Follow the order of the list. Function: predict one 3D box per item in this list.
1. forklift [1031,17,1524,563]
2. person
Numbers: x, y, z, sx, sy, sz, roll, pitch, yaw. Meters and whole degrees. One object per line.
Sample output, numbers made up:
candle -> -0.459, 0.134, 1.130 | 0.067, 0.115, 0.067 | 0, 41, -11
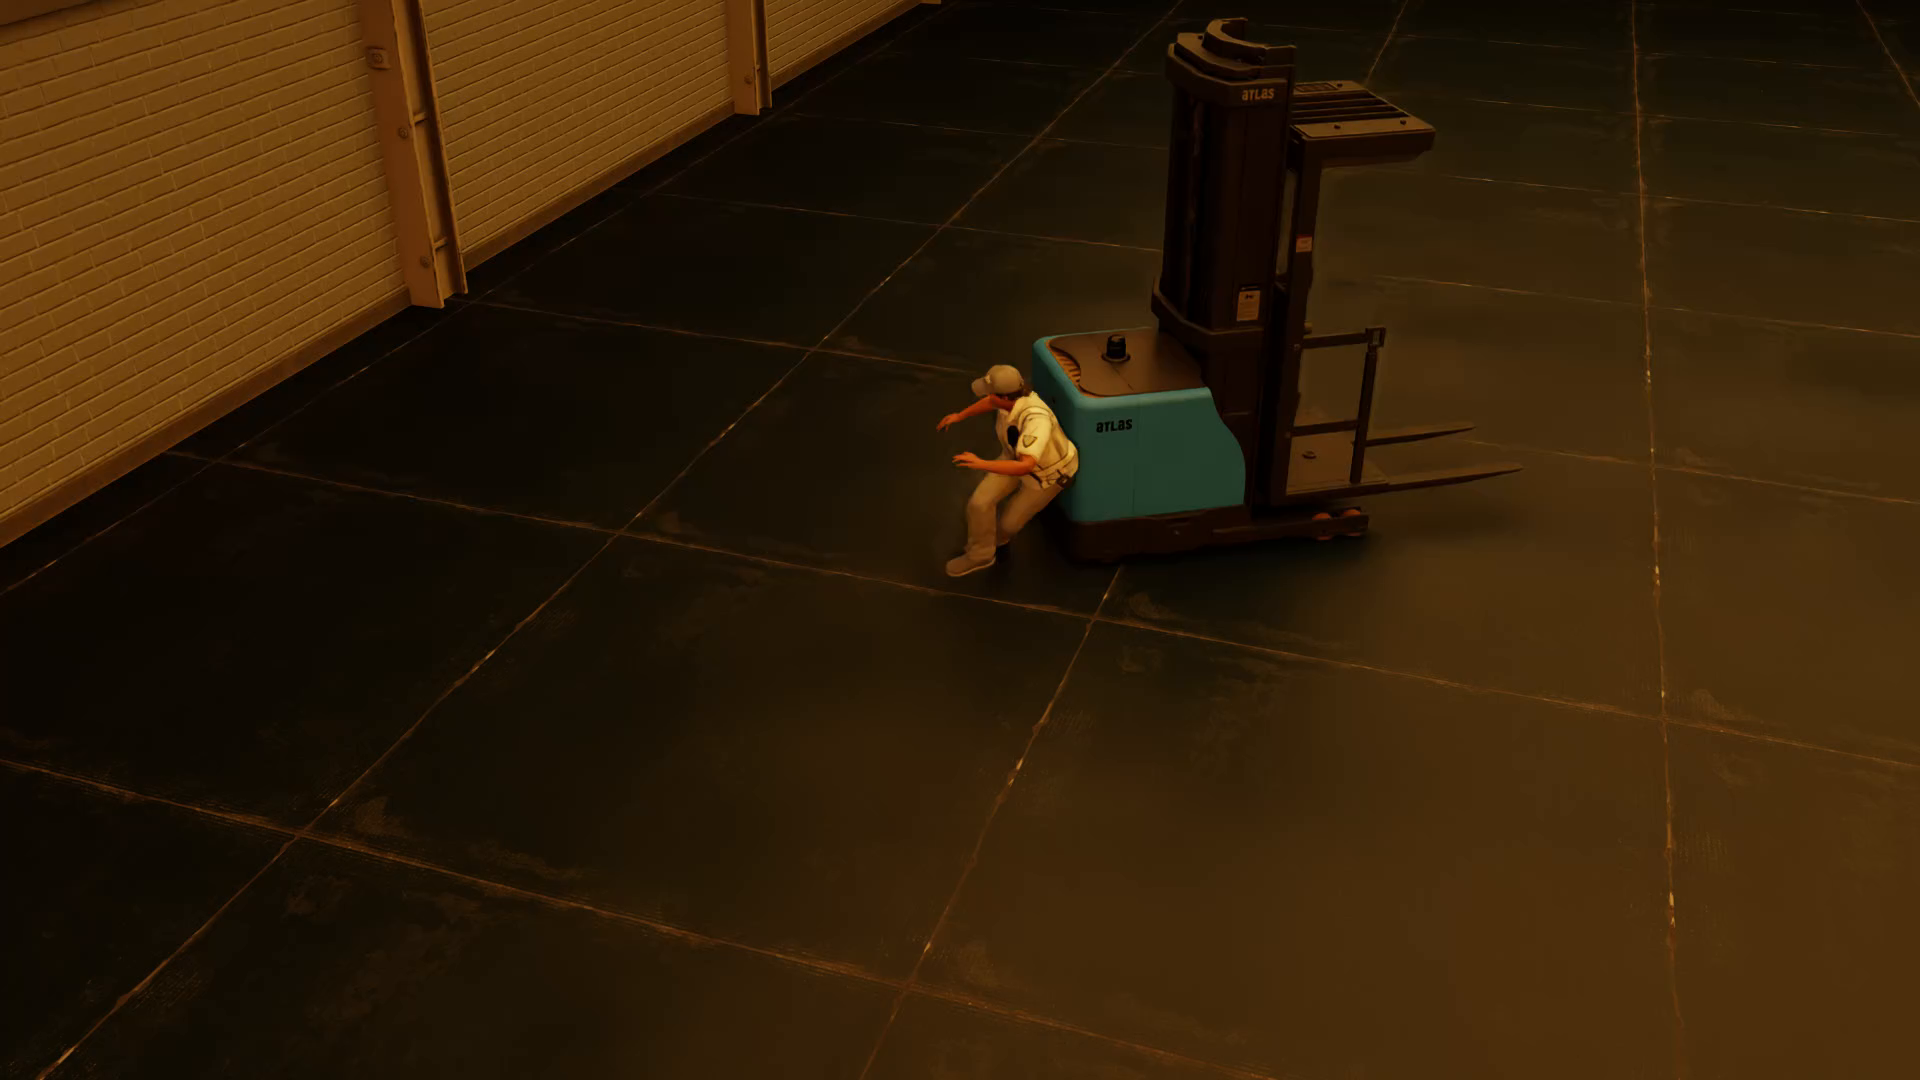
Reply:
forklift -> 1.996, -1.515, 9.794 | 3.031, 2.935, 1.130 | -7, 30, -12
person -> 0.197, -0.376, 9.320 | 0.881, 1.434, 0.921 | -26, 39, -38
